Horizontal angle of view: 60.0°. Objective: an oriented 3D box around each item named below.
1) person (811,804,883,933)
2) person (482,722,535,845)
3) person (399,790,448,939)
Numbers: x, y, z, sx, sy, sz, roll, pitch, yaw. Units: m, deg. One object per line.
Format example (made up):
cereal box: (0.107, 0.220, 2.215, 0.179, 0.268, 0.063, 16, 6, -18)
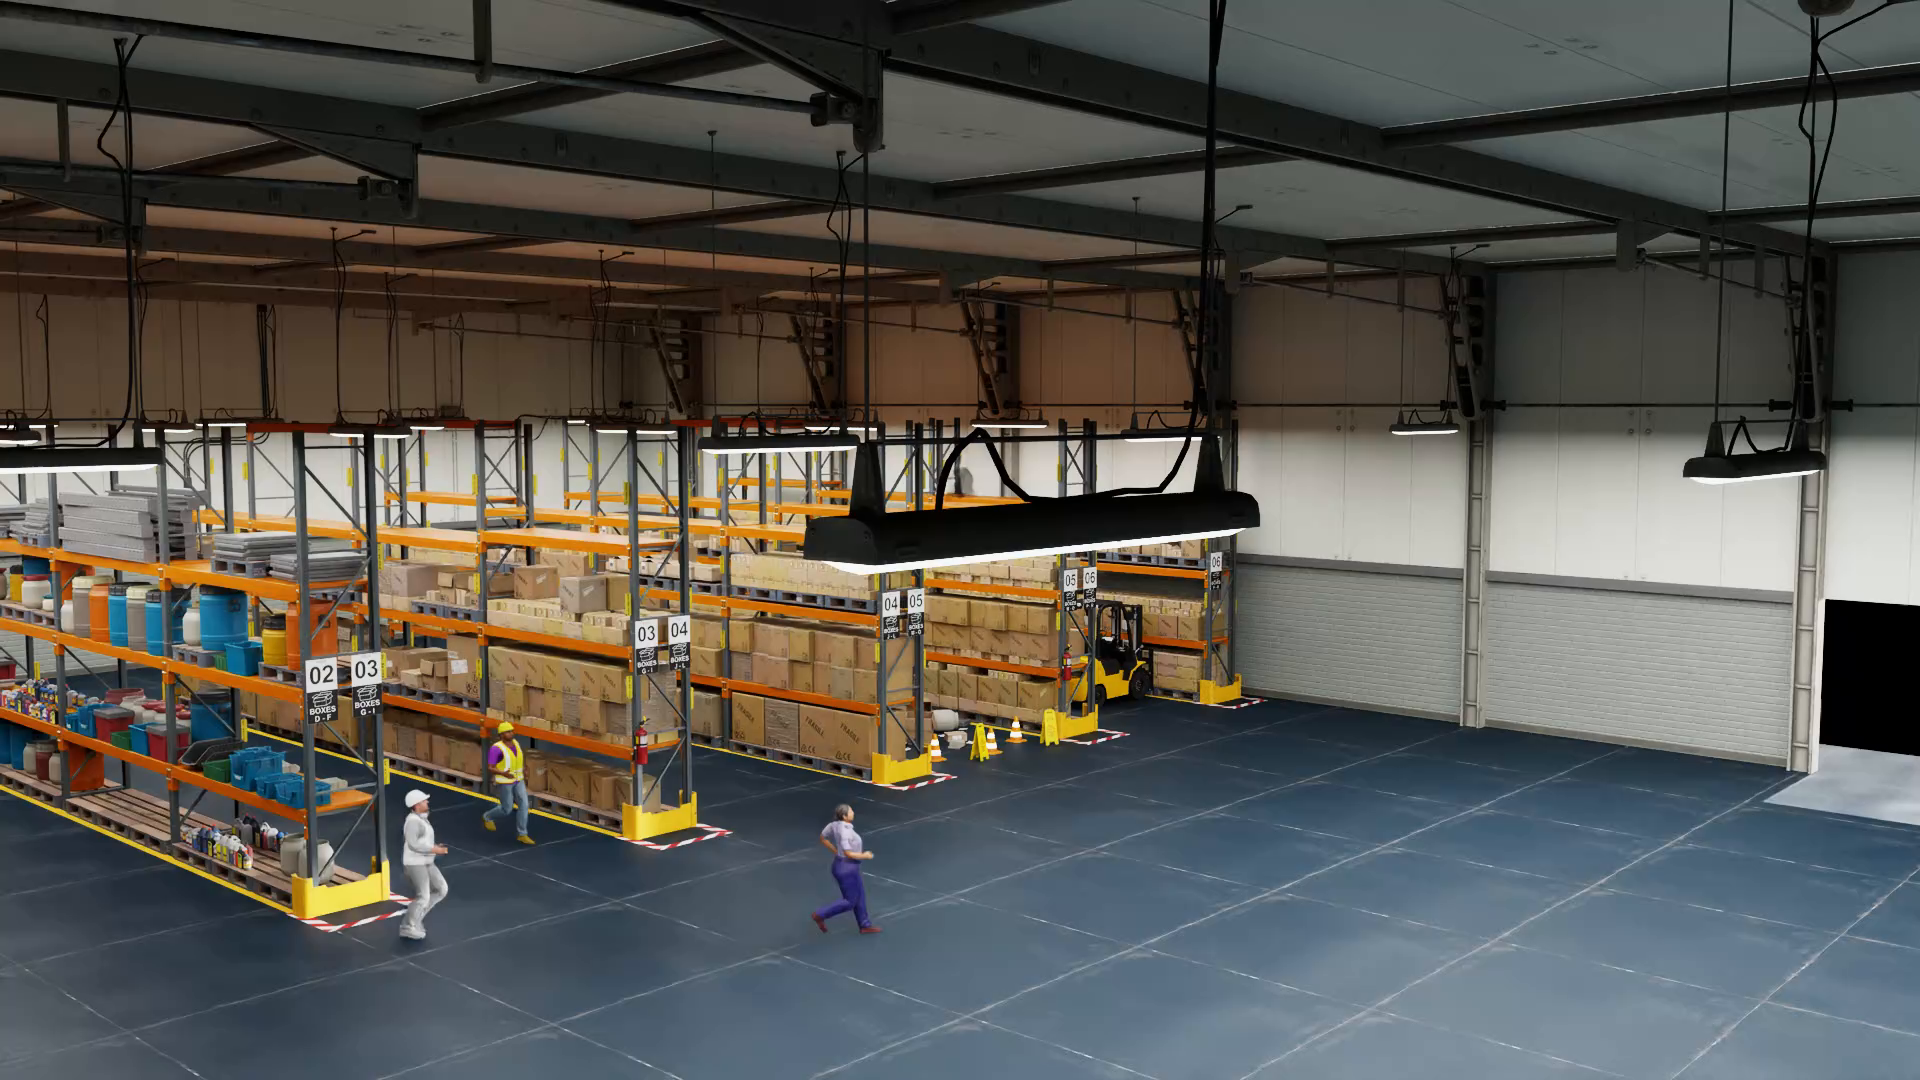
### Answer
person: (-1.353, 3.911, 19.704, 0.932, 1.614, 0.621, -2, 5, -22)
person: (-6.530, 3.501, 24.084, 0.932, 1.754, 0.712, 3, 5, 32)
person: (-6.387, 3.836, 19.823, 0.584, 1.738, 0.665, -1, 5, -9)
